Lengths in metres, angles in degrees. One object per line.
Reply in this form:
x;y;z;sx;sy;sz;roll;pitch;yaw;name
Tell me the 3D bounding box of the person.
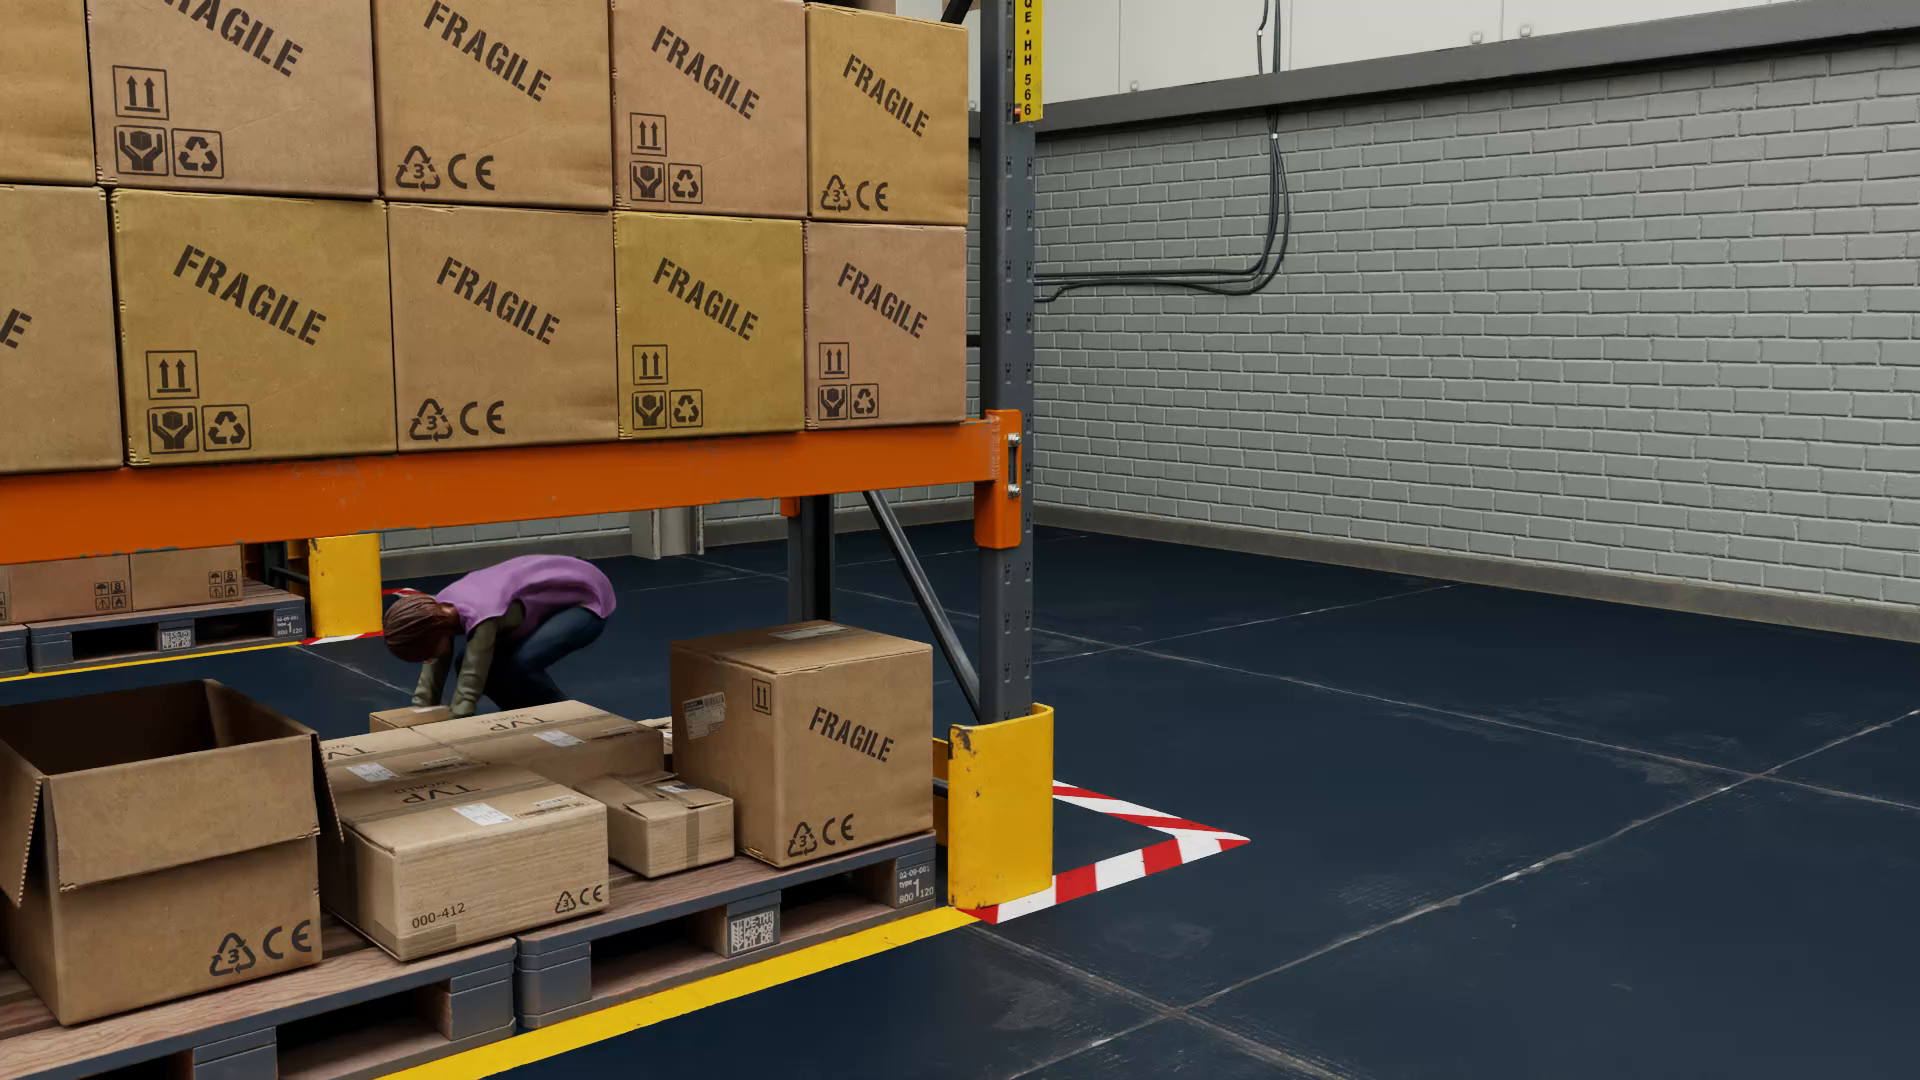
-1.587;0.448;5.784;0.429;0.773;0.873;7;10;43;person
